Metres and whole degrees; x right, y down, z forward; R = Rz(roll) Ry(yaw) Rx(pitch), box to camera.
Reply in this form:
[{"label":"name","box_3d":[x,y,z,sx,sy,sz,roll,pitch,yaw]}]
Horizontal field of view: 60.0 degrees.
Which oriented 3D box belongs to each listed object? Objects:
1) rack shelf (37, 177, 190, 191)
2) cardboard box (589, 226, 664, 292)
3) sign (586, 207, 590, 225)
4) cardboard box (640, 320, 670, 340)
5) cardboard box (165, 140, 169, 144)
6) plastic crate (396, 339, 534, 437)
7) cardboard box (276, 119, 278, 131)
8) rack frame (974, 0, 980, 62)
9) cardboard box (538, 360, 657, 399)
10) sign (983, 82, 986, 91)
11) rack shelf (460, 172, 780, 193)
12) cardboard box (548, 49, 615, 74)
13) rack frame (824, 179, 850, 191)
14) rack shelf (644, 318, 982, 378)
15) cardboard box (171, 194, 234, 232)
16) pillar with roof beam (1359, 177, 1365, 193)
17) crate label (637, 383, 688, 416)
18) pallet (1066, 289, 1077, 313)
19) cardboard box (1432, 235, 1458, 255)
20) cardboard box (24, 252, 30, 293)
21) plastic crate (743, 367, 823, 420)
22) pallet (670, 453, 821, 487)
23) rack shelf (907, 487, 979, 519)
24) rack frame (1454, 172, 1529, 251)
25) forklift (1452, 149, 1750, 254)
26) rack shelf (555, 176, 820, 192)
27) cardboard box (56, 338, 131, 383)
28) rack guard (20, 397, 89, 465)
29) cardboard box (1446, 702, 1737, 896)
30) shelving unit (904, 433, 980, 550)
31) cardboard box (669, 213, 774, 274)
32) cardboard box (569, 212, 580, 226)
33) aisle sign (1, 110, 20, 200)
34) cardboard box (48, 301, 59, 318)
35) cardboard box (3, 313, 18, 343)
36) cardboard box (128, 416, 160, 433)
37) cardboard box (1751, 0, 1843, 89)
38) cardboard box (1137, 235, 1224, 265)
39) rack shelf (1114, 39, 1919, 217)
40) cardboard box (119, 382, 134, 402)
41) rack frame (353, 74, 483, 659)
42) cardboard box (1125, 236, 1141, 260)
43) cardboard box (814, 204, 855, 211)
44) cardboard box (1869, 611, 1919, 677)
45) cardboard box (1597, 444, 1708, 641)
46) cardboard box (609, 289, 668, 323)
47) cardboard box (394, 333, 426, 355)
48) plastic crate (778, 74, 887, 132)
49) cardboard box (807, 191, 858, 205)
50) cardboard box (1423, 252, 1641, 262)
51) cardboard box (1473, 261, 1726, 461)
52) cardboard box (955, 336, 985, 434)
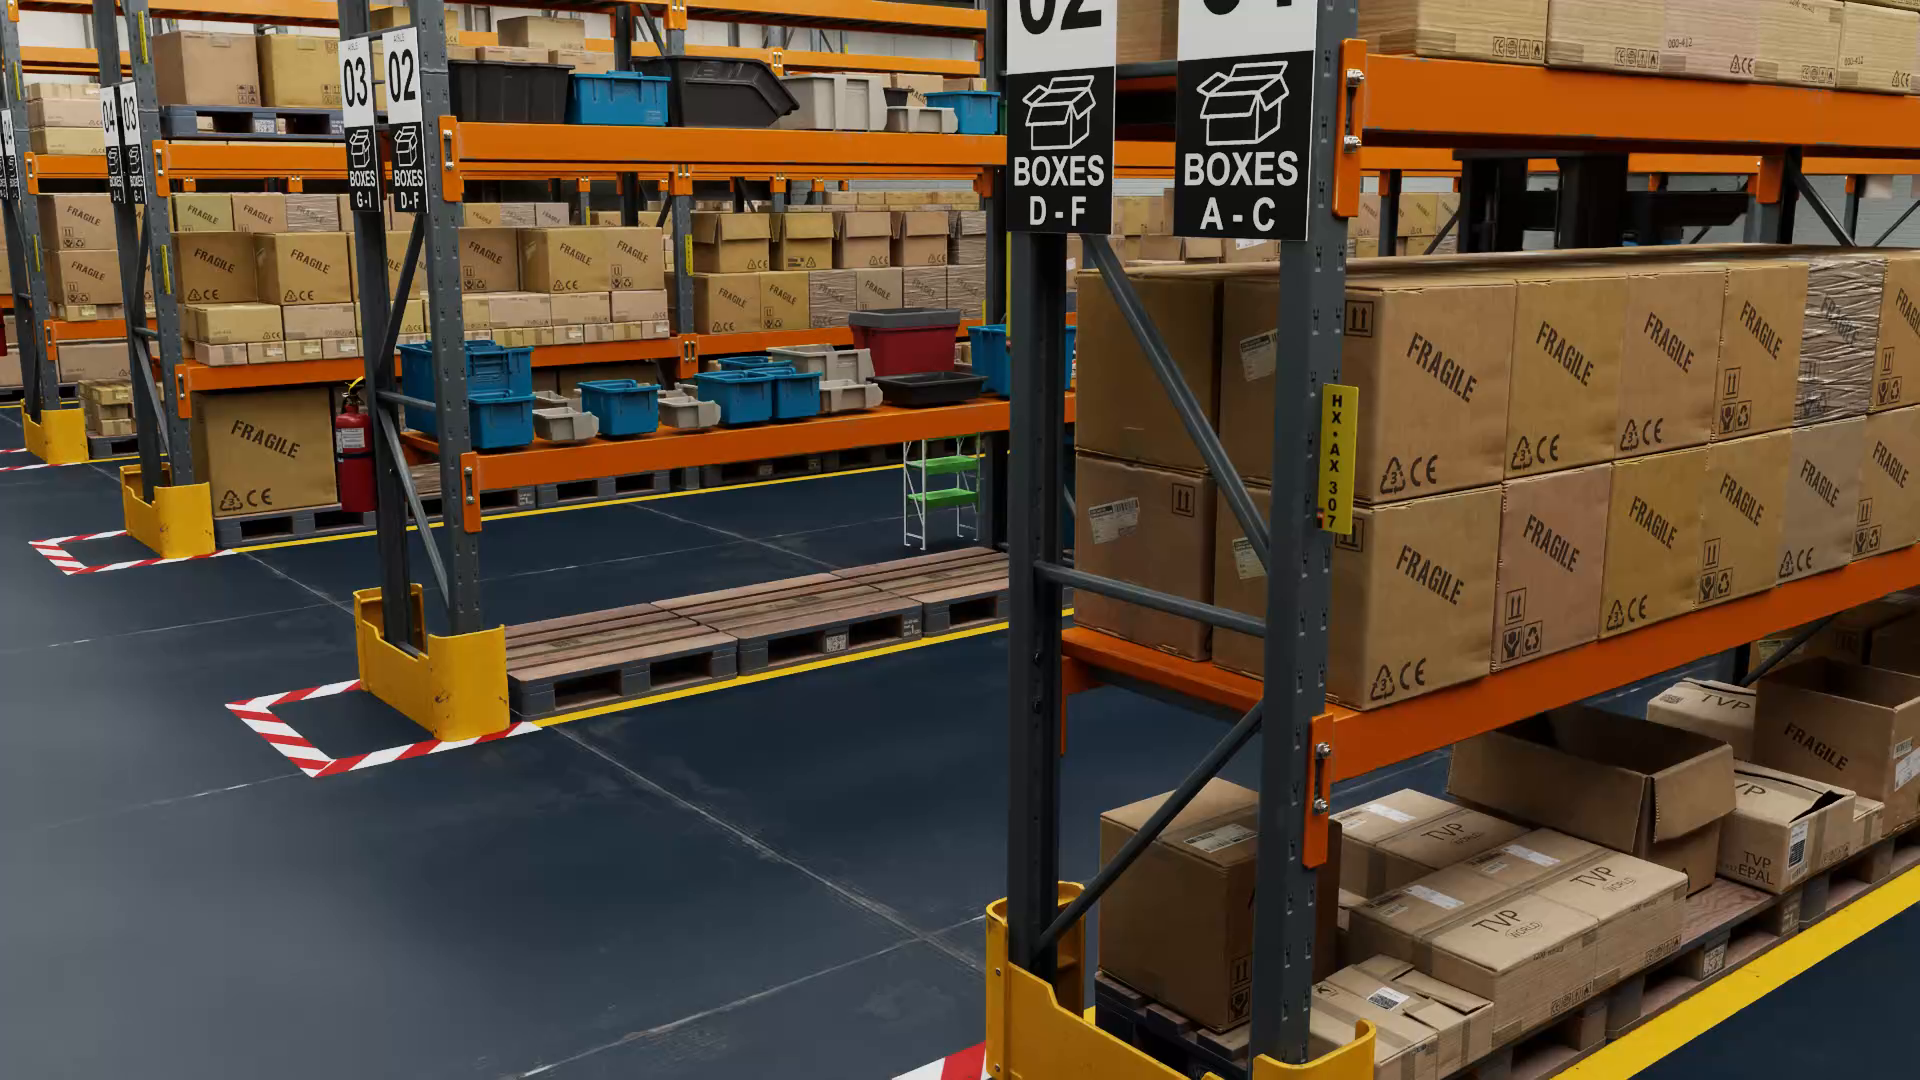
[{"label":"rack shelf","box_3d":[-13.430,-5.237,24.079,4.000,0.370,1.077,-9,15,-38]},{"label":"cardboard box","box_3d":[-2.765,-2.305,13.601,0.500,0.500,0.500,-9,15,-36]},{"label":"sign","box_3d":[-5.291,-4.572,23.651,0.005,0.325,0.100,-9,15,-38]},{"label":"cardboard box","box_3d":[-2.607,-1.753,13.769,0.250,0.149,0.380,-9,15,-37]},{"label":"cardboard box","box_3d":[-7.792,-3.746,15.687,0.500,0.250,0.500,-9,15,-36]},{"label":"plastic crate","box_3d":[-2.458,-0.767,8.289,0.499,0.435,0.616,-9,15,-38]},{"label":"cardboard box","box_3d":[-7.008,-4.118,16.237,0.500,0.250,0.500,-10,16,-40]},{"label":"rack frame","box_3d":[0.606,-8.068,28.459,0.127,3.000,1.000,-9,15,-38]},{"label":"cardboard box","box_3d":[-3.139,-1.062,14.014,0.875,0.875,0.875,-9,15,-38]},{"label":"sign","box_3d":[0.179,-2.727,10.505,0.005,0.325,0.100,-9,15,-38]},{"label":"rack shelf","box_3d":[-4.031,-4.161,19.015,4.000,0.370,1.077,-9,15,-38]},{"label":"cardboard box","box_3d":[-3.147,-3.628,13.279,0.500,0.500,0.700,-11,16,-41]},{"label":"rack frame","box_3d":[-2.498,-5.938,32.871,0.127,3.000,1.000,-9,15,-38]},{"label":"rack shelf","box_3d":[-1.012,-1.876,15.476,4.000,0.370,1.077,-9,15,-38]},{"label":"cardboard box","box_3d":[-7.390,-3.097,16.126,0.500,0.500,0.500,-10,15,-39]},{"label":"pillar with roof beam","box_3d":[13.140,-10.566,40.222,0.548,9.000,9.100,-9,15,-38]},{"label":"crate label","box_3d":[-1.641,-0.757,8.964,0.243,0.136,0.396,-9,15,-38]},{"label":"pallet","box_3d":[1.040,-2.504,17.160,1.003,0.211,1.213,-9,15,-38]},{"label":"cardboard box","box_3d":[5.617,-3.511,20.486,0.500,0.500,0.875,-9,15,-38]},{"label":"cardboard box","box_3d":[-10.956,-3.192,19.699,0.500,0.500,0.500,-10,15,-38]},{"label":"plastic crate","box_3d":[-0.942,-0.782,8.850,0.300,0.233,0.416,-9,15,-38]},{"label":"pallet","box_3d":[-2.018,-0.717,14.998,1.213,0.211,1.003,-9,15,-38]},{"label":"rack shelf","box_3d":[-0.129,-0.268,11.966,0.480,0.148,0.258,-9,15,-38]},{"label":"rack frame","box_3d":[6.797,-3.526,21.512,0.127,3.000,1.000,-9,15,-38]},{"label":"forklift","box_3d":[3.575,-0.907,9.343,3.031,2.935,1.130,-6,13,-26]},{"label":"rack shelf","box_3d":[-4.079,-5.470,25.179,4.000,0.370,1.077,-9,15,-38]},{"label":"cardboard box","box_3d":[-10.725,-2.231,20.572,0.875,0.438,0.875,-9,15,-36]},{"label":"rack guard","box_3d":[-8.657,-1.055,15.891,0.348,0.500,1.175,-9,15,-38]},{"label":"cardboard box","box_3d":[2.148,0.889,5.672,0.637,0.503,0.797,-9,15,-38]},{"label":"shelving unit","box_3d":[-0.129,-0.565,11.903,0.503,1.200,0.258,-9,15,-38]},{"label":"cardboard box","box_3d":[-2.080,-2.593,14.461,0.637,0.503,0.797,-10,16,-39]},{"label":"cardboard box","box_3d":[-5.459,-4.599,24.598,0.500,0.500,0.500,-10,16,-39]},{"label":"aisle sign","box_3d":[-8.586,-3.481,15.042,0.004,0.787,0.394,-9,15,-38]},{"label":"cardboard box","box_3d":[-8.638,-2.233,16.027,0.250,0.149,0.380,-9,15,-38]},{"label":"cardboard box","box_3d":[-13.763,-3.013,24.104,0.500,0.500,0.700,-9,15,-35]},{"label":"cardboard box","box_3d":[-7.954,-1.142,16.136,0.250,0.149,0.380,-10,15,-38]},{"label":"cardboard box","box_3d":[2.223,-1.456,4.903,0.500,0.250,0.500,-9,15,-38]},{"label":"cardboard box","box_3d":[2.378,-3.023,17.884,0.637,0.503,0.797,-8,14,-32]},{"label":"rack shelf","box_3d":[2.051,-1.218,5.151,4.000,0.370,1.077,-9,15,-38]},{"label":"cardboard box","box_3d":[-7.955,-1.437,16.097,0.250,0.149,0.380,-9,15,-37]},{"label":"rack frame","box_3d":[-2.603,-0.646,7.952,0.127,3.000,1.000,-9,15,-38]},{"label":"cardboard box","box_3d":[2.196,-4.159,24.131,0.500,0.550,0.875,-9,15,-38]},{"label":"cardboard box","box_3d":[-1.719,-3.966,20.937,0.500,0.500,0.700,-10,15,-38]},{"label":"cardboard box","box_3d":[4.142,0.623,6.934,0.500,0.500,0.500,-10,16,-40]},{"label":"cardboard box","box_3d":[1.793,-0.039,4.849,0.500,0.500,0.500,-9,15,-38]},{"label":"cardboard box","box_3d":[-2.754,-1.941,13.694,0.500,0.250,0.500,-10,15,-39]},{"label":"cardboard box","box_3d":[-4.211,-1.487,12.514,0.250,0.149,0.380,-10,15,-38]},{"label":"plastic crate","box_3d":[-0.679,-2.293,8.771,0.530,0.282,0.437,-9,15,-38]},{"label":"cardboard box","box_3d":[-2.038,-5.320,26.596,0.500,0.500,0.700,-10,15,-38]},{"label":"cardboard box","box_3d":[1.862,-0.683,5.477,0.500,0.500,0.500,-9,15,-36]},{"label":"cardboard box","box_3d":[1.797,-0.529,4.749,0.500,0.500,0.500,-9,15,-37]},{"label":"cardboard box","box_3d":[-0.002,-1.568,16.395,0.875,0.875,1.225,-10,16,-40]}]
